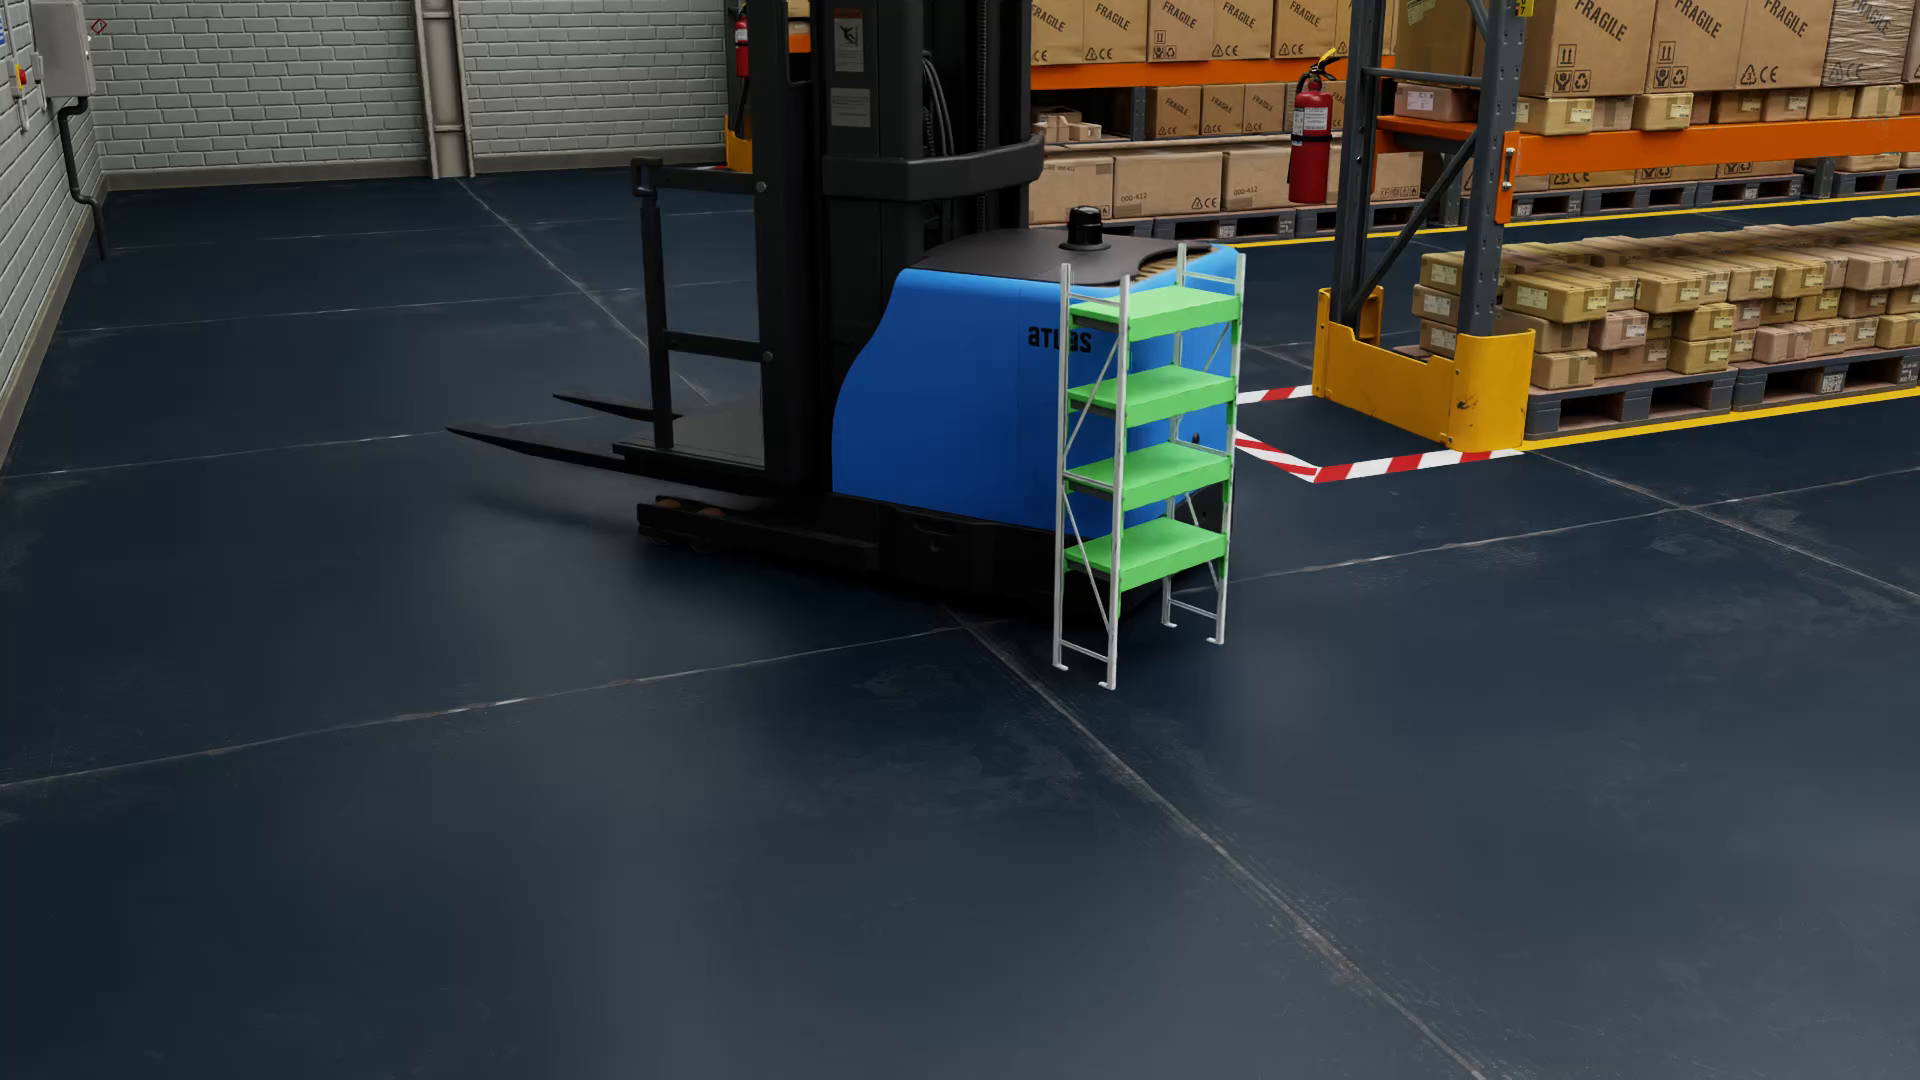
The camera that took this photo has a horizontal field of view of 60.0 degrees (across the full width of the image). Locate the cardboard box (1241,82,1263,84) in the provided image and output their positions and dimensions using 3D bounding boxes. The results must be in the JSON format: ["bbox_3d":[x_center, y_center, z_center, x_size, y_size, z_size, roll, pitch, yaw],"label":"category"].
[{"bbox_3d":[3.027,-4.953,17.727,0.250,0.149,0.380,-8,21,-22],"label":"cardboard box"}]

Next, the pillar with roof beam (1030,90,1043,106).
[{"bbox_3d":[2.355,-7.203,12.930,0.400,9.000,9.100,-8,21,-22],"label":"pillar with roof beam"}]

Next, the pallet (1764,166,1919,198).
[{"bbox_3d":[8.007,-3.303,15.085,1.213,0.211,1.003,-8,21,-22],"label":"pallet"}]

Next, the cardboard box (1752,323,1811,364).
[{"bbox_3d":[3.776,-0.955,7.878,0.250,0.149,0.380,-9,21,-25],"label":"cardboard box"}]

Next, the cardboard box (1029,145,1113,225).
[{"bbox_3d":[0.509,-2.570,12.031,0.875,0.438,0.875,-9,21,-24],"label":"cardboard box"}]

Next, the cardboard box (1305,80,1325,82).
[{"bbox_3d":[3.737,-5.046,17.991,0.250,0.149,0.380,-9,21,-25],"label":"cardboard box"}]

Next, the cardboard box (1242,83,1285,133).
[{"bbox_3d":[3.125,-4.654,17.855,0.500,0.500,0.500,-9,21,-24],"label":"cardboard box"}]

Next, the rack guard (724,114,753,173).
[{"bbox_3d":[-1.957,-3.808,16.083,0.348,0.500,1.175,-8,21,-22],"label":"rack guard"}]

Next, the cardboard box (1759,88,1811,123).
[{"bbox_3d":[3.590,-1.984,7.520,0.250,0.149,0.380,-9,21,-23],"label":"cardboard box"}]

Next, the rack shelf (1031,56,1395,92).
[{"bbox_3d":[1.780,-3.387,12.209,4.000,0.370,1.077,-8,21,-22],"label":"rack shelf"}]

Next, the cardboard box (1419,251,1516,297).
[{"bbox_3d":[2.382,-1.248,7.815,0.250,0.149,0.380,-8,21,-21],"label":"cardboard box"}]

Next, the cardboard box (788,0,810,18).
[{"bbox_3d":[-1.503,-5.024,15.551,0.500,0.250,0.500,-8,21,-22],"label":"cardboard box"}]

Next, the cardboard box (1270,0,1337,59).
[{"bbox_3d":[2.365,-3.758,12.028,0.500,0.500,0.500,-8,21,-23],"label":"cardboard box"}]

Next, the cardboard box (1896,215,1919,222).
[{"bbox_3d":[5.271,-1.645,8.943,0.250,0.149,0.380,-7,21,-20],"label":"cardboard box"}]

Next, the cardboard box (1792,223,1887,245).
[{"bbox_3d":[4.552,-1.538,8.637,0.250,0.149,0.380,-9,21,-23],"label":"cardboard box"}]

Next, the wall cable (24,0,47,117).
[{"bbox_3d":[-5.798,-3.625,10.270,0.122,1.984,0.588,-8,21,-22],"label":"wall cable"}]

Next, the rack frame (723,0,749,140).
[{"bbox_3d":[-2.026,-4.977,15.639,0.127,3.000,1.000,-8,21,-22],"label":"rack frame"}]

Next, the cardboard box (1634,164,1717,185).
[{"bbox_3d":[5.801,-3.530,14.098,0.875,0.875,0.875,-8,21,-21],"label":"cardboard box"}]

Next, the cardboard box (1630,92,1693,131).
[{"bbox_3d":[2.909,-1.857,7.156,0.250,0.149,0.380,-9,21,-23],"label":"cardboard box"}]

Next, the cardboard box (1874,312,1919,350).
[{"bbox_3d":[4.494,-1.055,8.162,0.250,0.149,0.380,-8,21,-22],"label":"cardboard box"}]

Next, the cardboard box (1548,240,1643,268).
[{"bbox_3d":[3.086,-1.351,8.107,0.250,0.149,0.380,-9,21,-24],"label":"cardboard box"}]

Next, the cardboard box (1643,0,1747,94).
[{"bbox_3d":[3.000,-2.208,7.177,0.500,0.500,0.500,-8,21,-22],"label":"cardboard box"}]

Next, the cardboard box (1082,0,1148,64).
[{"bbox_3d":[0.951,-3.561,11.469,0.500,0.500,0.500,-8,21,-23],"label":"cardboard box"}]

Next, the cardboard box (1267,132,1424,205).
[{"bbox_3d":[2.997,-2.929,13.051,0.875,0.438,0.875,-8,21,-23],"label":"cardboard box"}]

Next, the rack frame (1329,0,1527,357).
[{"bbox_3d":[1.997,-1.967,7.092,0.127,3.000,1.000,-8,21,-22],"label":"rack frame"}]

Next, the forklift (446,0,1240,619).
[{"bbox_3d":[-0.569,-1.470,5.784,3.031,2.935,1.130,11,22,28],"label":"forklift"}]

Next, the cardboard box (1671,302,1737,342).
[{"bbox_3d":[3.321,-1.030,7.644,0.250,0.149,0.380,-7,21,-20],"label":"cardboard box"}]

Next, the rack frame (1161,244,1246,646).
[{"bbox_3d":[0.724,-0.273,4.990,0.015,1.200,0.240,-17,26,-39],"label":"rack frame"}]

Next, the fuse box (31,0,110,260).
[{"bbox_3d":[-5.923,-2.767,11.303,0.414,1.711,0.539,-8,21,-22],"label":"fuse box"}]

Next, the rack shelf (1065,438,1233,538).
[{"bbox_3d":[0.544,-0.158,4.856,0.480,0.148,0.258,-17,26,-39],"label":"rack shelf"}]

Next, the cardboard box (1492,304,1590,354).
[{"bbox_3d":[2.579,-0.951,7.420,0.250,0.149,0.380,-7,21,-20],"label":"cardboard box"}]

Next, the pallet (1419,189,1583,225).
[{"bbox_3d":[4.295,-2.799,13.653,1.213,0.211,1.003,-8,21,-22],"label":"pallet"}]

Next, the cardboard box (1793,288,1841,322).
[{"bbox_3d":[4.012,-1.175,8.055,0.250,0.149,0.380,-7,21,-19],"label":"cardboard box"}]

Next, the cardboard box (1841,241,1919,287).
[{"bbox_3d":[4.520,-1.346,8.094,0.250,0.149,0.380,-9,21,-25],"label":"cardboard box"}]

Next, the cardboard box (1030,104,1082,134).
[{"bbox_3d":[0.946,-4.418,17.469,0.500,0.311,0.500,-7,21,-20],"label":"cardboard box"}]

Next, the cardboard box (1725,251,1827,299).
[{"bbox_3d":[3.813,-1.246,7.808,0.250,0.149,0.380,-8,21,-21],"label":"cardboard box"}]

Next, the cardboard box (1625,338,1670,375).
[{"bbox_3d":[3.038,-0.886,7.682,0.250,0.149,0.380,-8,21,-21],"label":"cardboard box"}]

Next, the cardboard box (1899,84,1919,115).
[{"bbox_3d":[4.299,-2.093,7.829,0.250,0.149,0.380,-8,21,-23],"label":"cardboard box"}]

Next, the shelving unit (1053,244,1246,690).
[{"bbox_3d":[0.544,-0.218,4.835,0.503,1.200,0.258,-17,26,-39],"label":"shelving unit"}]

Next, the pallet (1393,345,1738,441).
[{"bbox_3d":[2.826,-0.758,7.857,1.213,0.211,1.003,-8,21,-22],"label":"pallet"}]

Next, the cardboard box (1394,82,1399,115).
[{"bbox_3d":[4.552,-4.864,18.452,0.500,0.500,0.500,-8,21,-23],"label":"cardboard box"}]

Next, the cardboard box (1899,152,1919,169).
[{"bbox_3d":[8.486,-3.645,15.183,0.625,0.372,0.950,-9,21,-23],"label":"cardboard box"}]

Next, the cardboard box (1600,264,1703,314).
[{"bbox_3d":[3.100,-1.134,7.489,0.250,0.149,0.380,-8,21,-22],"label":"cardboard box"}]

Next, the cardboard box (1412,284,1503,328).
[{"bbox_3d":[2.368,-1.117,7.891,0.250,0.149,0.380,-9,21,-23],"label":"cardboard box"}]

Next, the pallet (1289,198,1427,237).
[{"bbox_3d":[2.887,-2.598,13.083,1.213,0.211,1.003,-8,21,-22],"label":"pallet"}]

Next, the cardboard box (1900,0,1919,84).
[{"bbox_3d":[4.403,-2.398,7.718,0.500,0.500,0.500,-8,21,-22],"label":"cardboard box"}]

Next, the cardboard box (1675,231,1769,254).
[{"bbox_3d":[3.826,-1.447,8.381,0.250,0.149,0.380,-8,21,-22],"label":"cardboard box"}]
